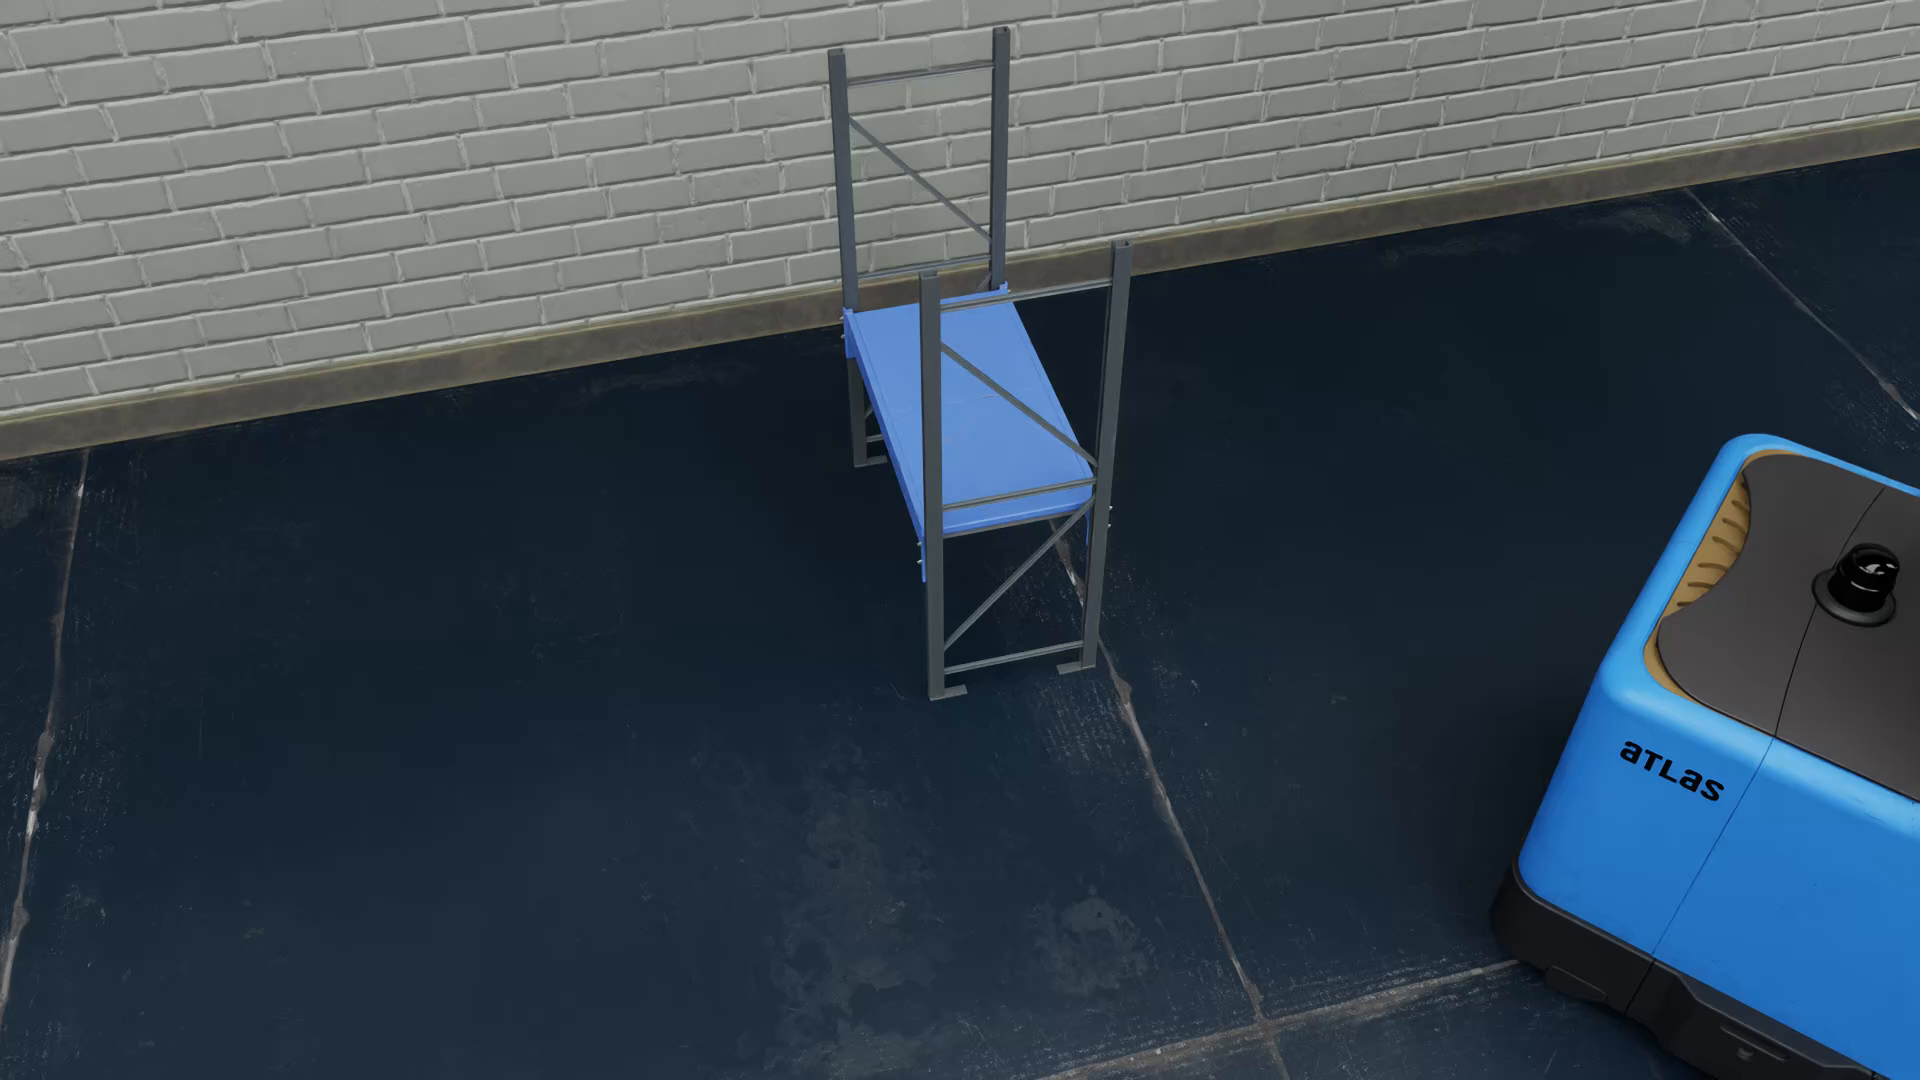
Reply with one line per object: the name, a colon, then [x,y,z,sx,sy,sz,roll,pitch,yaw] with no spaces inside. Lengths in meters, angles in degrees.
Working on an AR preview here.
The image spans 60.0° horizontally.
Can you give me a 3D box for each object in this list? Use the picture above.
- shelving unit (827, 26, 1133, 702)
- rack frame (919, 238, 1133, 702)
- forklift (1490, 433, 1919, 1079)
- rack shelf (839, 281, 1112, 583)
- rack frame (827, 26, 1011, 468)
shelving unit: [0.022,-0.466,4.657,0.538,1.500,1.048,-11,47,-10]
rack frame: [0.152,-0.115,4.313,0.500,1.500,0.032,-11,47,-10]
forklift: [2.838,0.329,2.876,3.031,2.935,1.130,27,51,24]
rack shelf: [0.022,-0.340,4.785,0.538,0.185,1.000,-11,47,-10]
rack frame: [-0.108,-0.817,5.001,0.500,1.500,0.032,-11,47,-10]
